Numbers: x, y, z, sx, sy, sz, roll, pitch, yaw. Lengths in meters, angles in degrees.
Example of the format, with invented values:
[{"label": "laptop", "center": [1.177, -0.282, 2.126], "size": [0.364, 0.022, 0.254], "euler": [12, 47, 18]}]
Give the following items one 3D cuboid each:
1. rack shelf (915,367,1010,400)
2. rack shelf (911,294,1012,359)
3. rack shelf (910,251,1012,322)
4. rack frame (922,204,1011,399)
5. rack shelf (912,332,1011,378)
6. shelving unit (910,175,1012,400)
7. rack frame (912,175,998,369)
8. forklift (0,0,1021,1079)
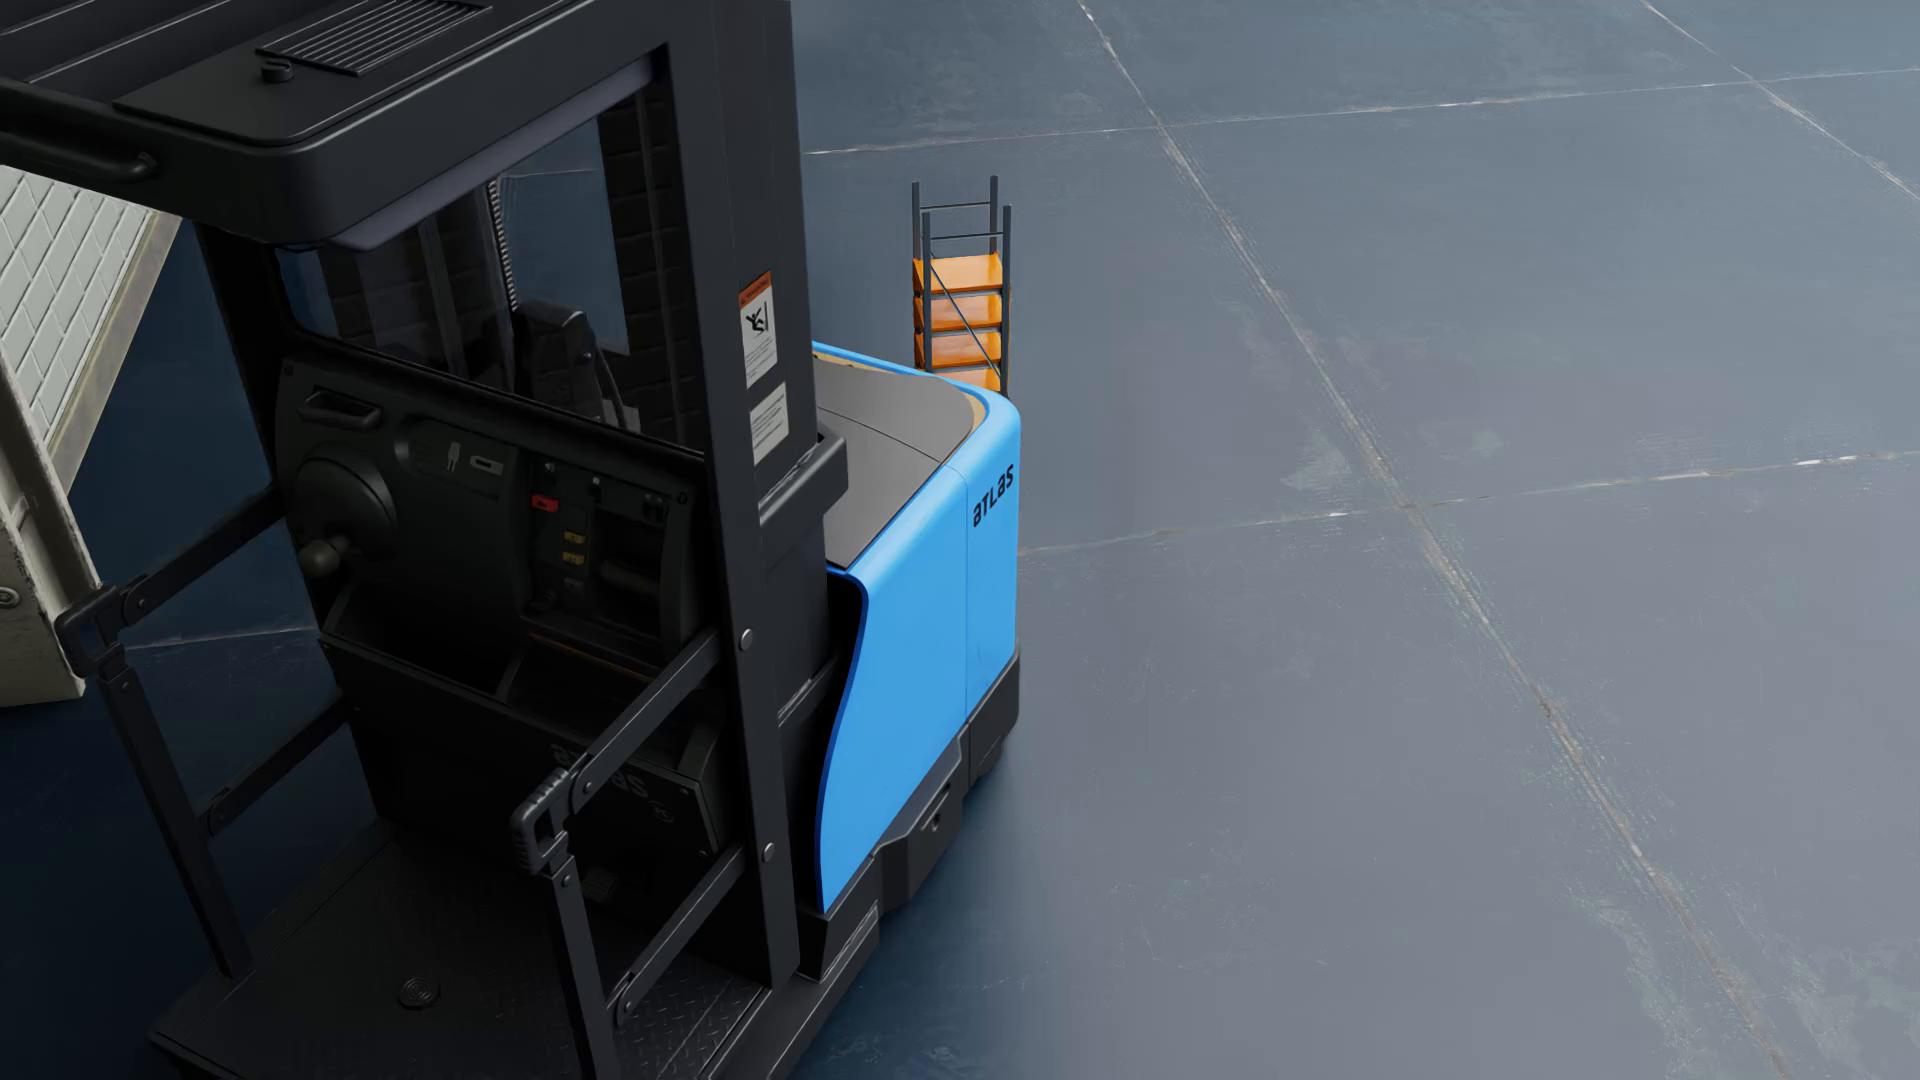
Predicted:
[{"label": "rack shelf", "center": [0.003, -0.430, 4.898], "size": [0.258, 0.103, 0.180], "euler": [-6, 38, -8]}, {"label": "rack shelf", "center": [0.003, -0.620, 4.751], "size": [0.258, 0.103, 0.180], "euler": [-6, 38, -8]}, {"label": "rack shelf", "center": [0.003, -0.714, 4.677], "size": [0.258, 0.103, 0.180], "euler": [-6, 38, -8]}, {"label": "rack frame", "center": [0.019, -0.410, 4.800], "size": [0.240, 1.200, 0.006], "euler": [-6, 38, -8]}, {"label": "rack shelf", "center": [0.003, -0.525, 4.824], "size": [0.258, 0.103, 0.180], "euler": [-6, 38, -8]}, {"label": "shelving unit", "center": [0.003, -0.465, 4.871], "size": [0.258, 1.200, 0.189], "euler": [-6, 38, -8]}, {"label": "rack frame", "center": [-0.013, -0.520, 4.942], "size": [0.240, 1.200, 0.006], "euler": [-6, 38, -8]}, {"label": "forklift", "center": [-0.962, 0.020, 2.835], "size": [1.130, 2.935, 3.031], "euler": [17, 41, 21]}]
